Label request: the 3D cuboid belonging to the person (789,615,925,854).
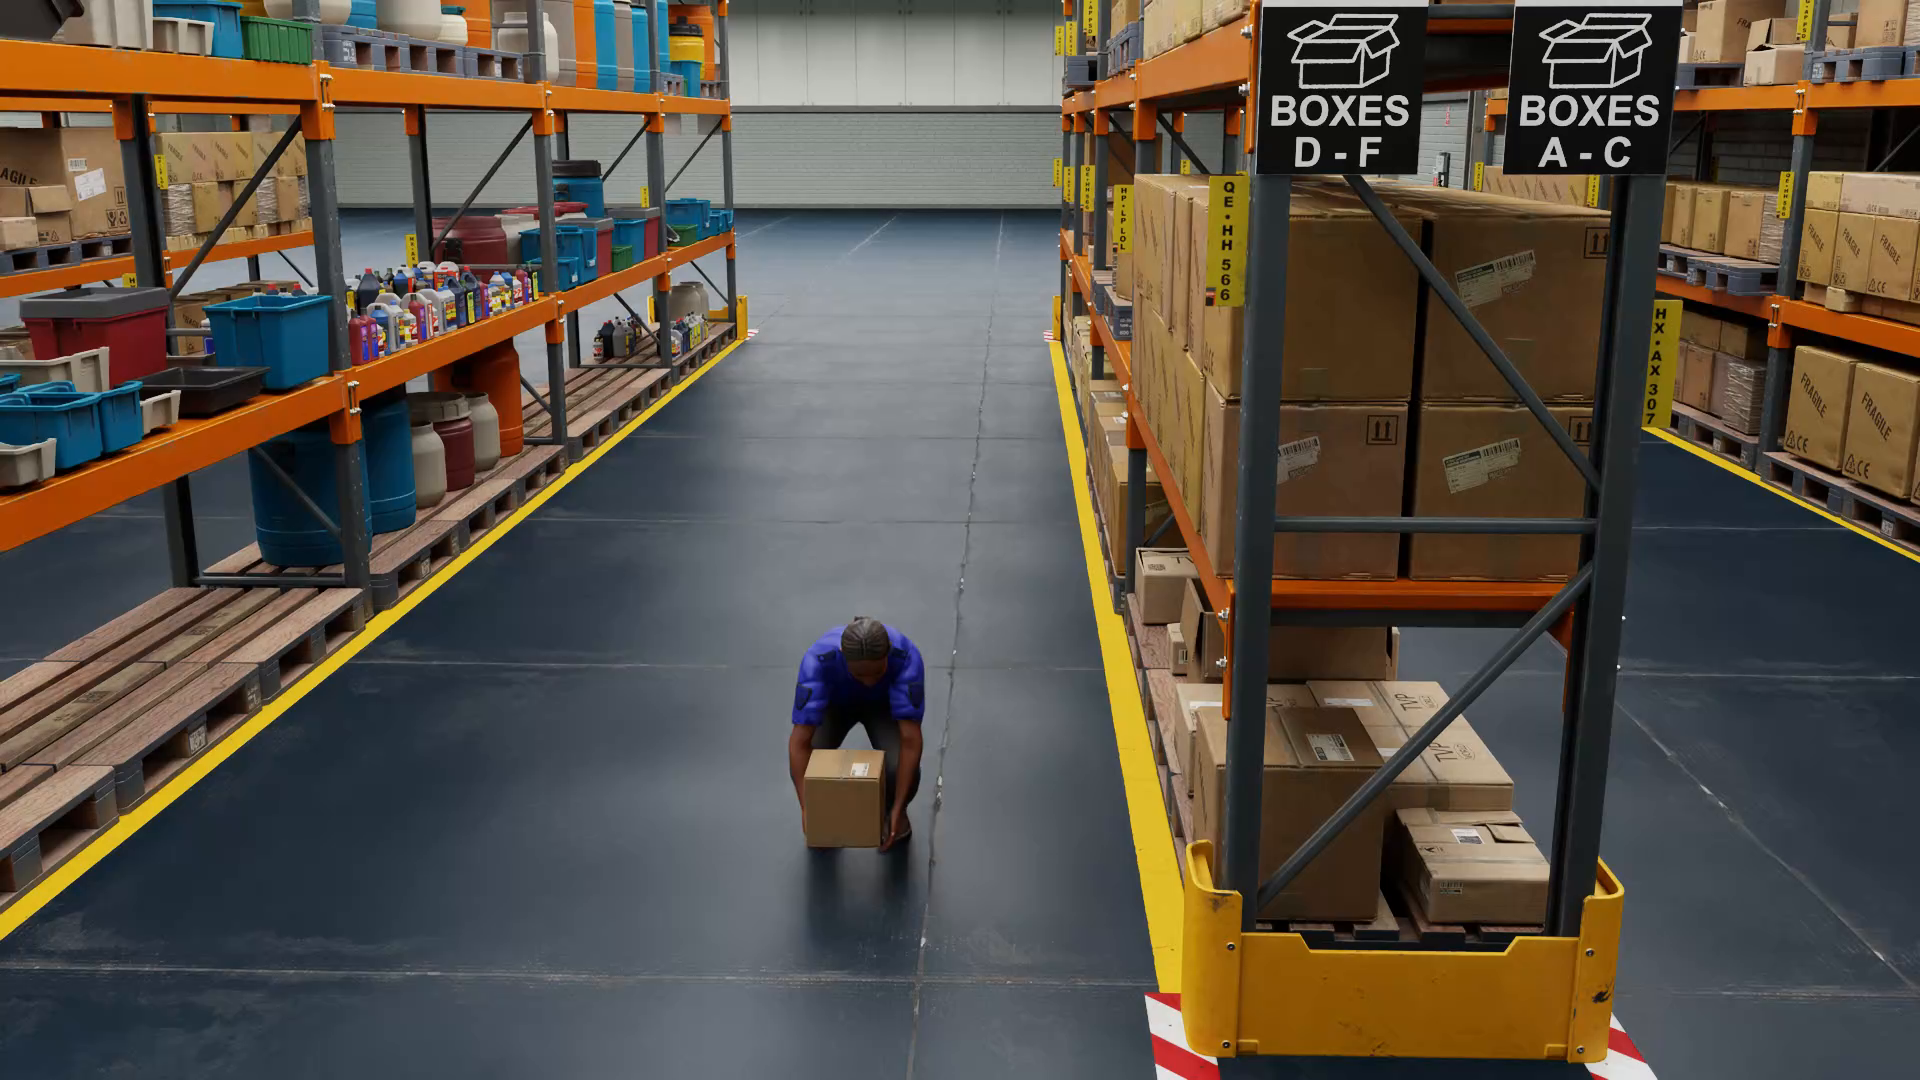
[{"bbox_3d":[-0.360,0.657,5.912,0.483,0.925,0.824,0,14,1],"label":"person"}]
